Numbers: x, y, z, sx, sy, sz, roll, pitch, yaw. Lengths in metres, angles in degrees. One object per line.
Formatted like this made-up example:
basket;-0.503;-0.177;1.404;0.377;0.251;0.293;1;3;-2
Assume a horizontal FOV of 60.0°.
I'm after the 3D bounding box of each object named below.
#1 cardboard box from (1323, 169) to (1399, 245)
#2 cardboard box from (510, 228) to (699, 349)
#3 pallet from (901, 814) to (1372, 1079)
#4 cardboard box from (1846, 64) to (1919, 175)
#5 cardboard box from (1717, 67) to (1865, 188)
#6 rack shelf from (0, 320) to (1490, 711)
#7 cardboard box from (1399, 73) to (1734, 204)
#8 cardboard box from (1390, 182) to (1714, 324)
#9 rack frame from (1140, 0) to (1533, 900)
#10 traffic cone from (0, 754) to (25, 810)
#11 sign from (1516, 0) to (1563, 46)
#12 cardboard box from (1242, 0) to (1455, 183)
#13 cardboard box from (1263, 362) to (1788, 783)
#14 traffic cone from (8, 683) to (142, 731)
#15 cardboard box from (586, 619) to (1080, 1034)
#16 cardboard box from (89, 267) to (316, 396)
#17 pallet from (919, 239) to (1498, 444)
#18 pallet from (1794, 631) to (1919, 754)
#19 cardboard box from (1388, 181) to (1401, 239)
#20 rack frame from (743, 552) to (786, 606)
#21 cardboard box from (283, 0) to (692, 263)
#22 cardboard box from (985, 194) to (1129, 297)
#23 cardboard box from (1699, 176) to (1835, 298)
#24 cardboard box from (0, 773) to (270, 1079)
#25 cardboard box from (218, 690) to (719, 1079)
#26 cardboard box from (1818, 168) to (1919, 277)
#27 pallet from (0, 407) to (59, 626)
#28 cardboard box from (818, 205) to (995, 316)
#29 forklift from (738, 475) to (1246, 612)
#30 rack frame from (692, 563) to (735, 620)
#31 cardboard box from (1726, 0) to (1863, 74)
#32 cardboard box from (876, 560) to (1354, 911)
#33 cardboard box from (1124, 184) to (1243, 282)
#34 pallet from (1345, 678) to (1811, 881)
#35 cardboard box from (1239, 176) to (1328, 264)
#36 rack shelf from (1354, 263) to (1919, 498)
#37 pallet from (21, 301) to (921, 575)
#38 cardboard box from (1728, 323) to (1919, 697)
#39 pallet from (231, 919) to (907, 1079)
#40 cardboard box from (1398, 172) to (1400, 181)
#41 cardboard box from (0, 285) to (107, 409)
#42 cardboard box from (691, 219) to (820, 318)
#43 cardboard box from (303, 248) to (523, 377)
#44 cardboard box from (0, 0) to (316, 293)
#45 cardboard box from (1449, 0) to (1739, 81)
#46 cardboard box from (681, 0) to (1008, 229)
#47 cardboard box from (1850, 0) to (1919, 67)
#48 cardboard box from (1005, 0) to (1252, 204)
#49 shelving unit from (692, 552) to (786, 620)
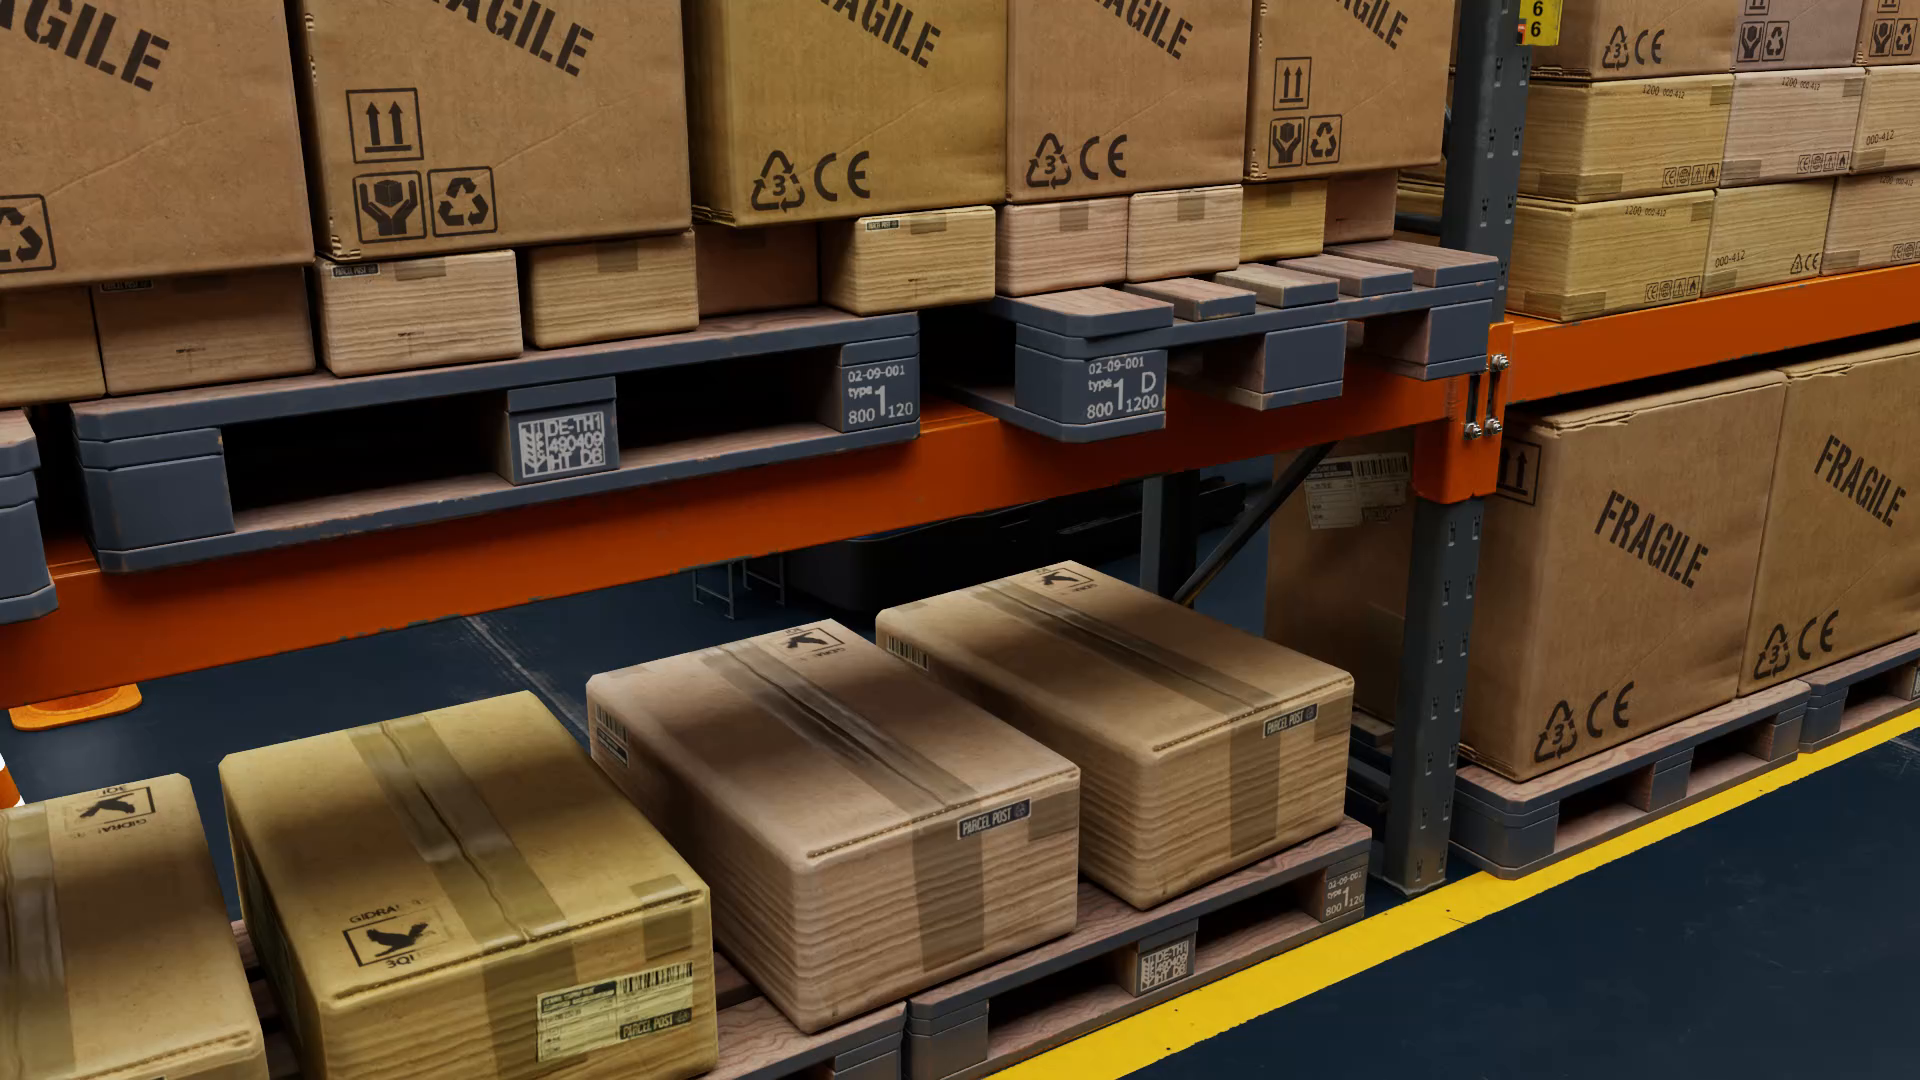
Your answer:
cardboard box;0.659;-0.700;3.369;0.250;0.149;0.380;-11;22;-29
cardboard box;-0.591;-0.406;2.499;0.250;0.149;0.380;-13;22;-33
pallet;0.150;0.717;3.794;1.213;0.211;1.003;-12;22;-31
cardboard box;2.218;-1.105;4.284;0.500;0.250;0.500;-12;22;-32
cardboard box;1.795;-1.021;4.034;0.500;0.250;0.500;-11;22;-30
rack shelf;-0.867;-0.048;2.826;4.000;0.370;1.077;-12;22;-31
cardboard box;1.362;-0.930;3.766;0.500;0.250;0.500;-12;22;-32
cardboard box;1.351;-0.689;3.833;0.500;0.250;0.500;-12;22;-32
rack frame;0.803;-0.741;3.753;0.127;3.000;1.000;-12;22;-31
traffic cone;-2.272;0.572;3.829;0.334;0.463;0.336;-12;22;-31
sign;1.110;-1.109;3.156;0.005;0.325;0.100;-12;22;-31
cardboard box;0.577;-0.974;3.165;0.500;0.500;0.500;-13;22;-33
cardboard box;1.426;-0.033;4.320;0.875;0.875;0.875;-12;22;-32
traffic cone;-2.579;0.254;4.771;0.334;0.463;0.336;-12;22;-31
cardboard box;-0.286;0.534;3.429;0.625;0.372;0.950;-12;22;-32
cardboard box;-1.049;-0.318;2.240;0.250;0.149;0.380;-12;22;-31
pallet;0.267;-0.496;3.328;1.003;0.211;1.213;-12;22;-31
pallet;2.521;0.248;5.183;1.213;0.211;1.003;-12;22;-31
cardboard box;1.083;-0.829;4.246;0.500;0.250;0.500;-13;23;-33
rack frame;-0.668;-0.234;5.533;0.006;0.900;0.240;-16;24;-39
cardboard box;-0.726;-0.695;2.340;0.500;0.500;0.500;-13;23;-34
cardboard box;0.075;-0.535;2.881;0.250;0.149;0.380;-13;23;-34
cardboard box;1.770;-0.784;4.115;0.500;0.250;0.500;-13;22;-33
cardboard box;-1.502;0.789;2.675;0.625;0.372;0.950;-10;21;-28
cardboard box;-0.922;0.666;3.039;0.625;0.372;0.950;-11;22;-30
cardboard box;2.211;-0.875;4.383;0.500;0.250;0.500;-11;22;-30
pallet;-1.819;-0.041;1.983;1.213;0.211;1.003;-12;22;-31
cardboard box;-0.148;-0.483;2.726;0.250;0.149;0.380;-11;22;-30
forklift;0.472;-1.522;6.171;3.031;2.935;1.130;-16;24;-39
rack frame;-0.820;-0.191;5.405;0.006;0.900;0.240;-16;24;-39
cardboard box;1.759;-1.373;3.907;0.500;0.500;0.500;-12;22;-31
cardboard box;0.326;0.402;3.820;0.625;0.372;0.950;-14;23;-35
cardboard box;0.289;-0.577;3.006;0.250;0.149;0.380;-12;22;-32
pallet;1.503;0.461;4.551;1.213;0.211;1.003;-12;22;-31
cardboard box;0.475;-0.634;3.172;0.250;0.149;0.380;-12;22;-31
rack shelf;2.474;-0.753;4.910;4.000;0.370;1.077;-12;22;-31
pallet;-0.827;-0.291;2.720;1.213;0.211;1.003;-12;22;-31
cardboard box;2.173;-0.189;4.782;0.875;0.875;0.875;-12;22;-31
pallet;-0.868;0.931;3.162;1.213;0.211;1.003;-12;22;-31
cardboard box;1.068;-1.060;4.150;0.500;0.250;0.500;-12;22;-32
cardboard box;-1.256;-0.275;2.112;0.250;0.149;0.380;-12;22;-31
cardboard box;-0.427;-0.472;2.695;0.250;0.149;0.380;-12;22;-31
cardboard box;-0.798;-0.351;2.337;0.250;0.149;0.380;-11;22;-29
cardboard box;-1.150;-0.601;2.064;0.500;0.500;0.500;-12;22;-32
cardboard box;1.350;-1.284;3.640;0.500;0.500;0.500;-13;22;-33
cardboard box;-0.270;-0.791;2.623;0.500;0.500;0.500;-14;23;-35
cardboard box;2.199;-1.460;4.164;0.500;0.500;0.500;-11;22;-30
cardboard box;0.151;-0.880;2.887;0.500;0.500;0.500;-12;22;-32
shelving unit;-0.744;-0.213;5.469;0.210;0.900;0.258;-16;24;-39
